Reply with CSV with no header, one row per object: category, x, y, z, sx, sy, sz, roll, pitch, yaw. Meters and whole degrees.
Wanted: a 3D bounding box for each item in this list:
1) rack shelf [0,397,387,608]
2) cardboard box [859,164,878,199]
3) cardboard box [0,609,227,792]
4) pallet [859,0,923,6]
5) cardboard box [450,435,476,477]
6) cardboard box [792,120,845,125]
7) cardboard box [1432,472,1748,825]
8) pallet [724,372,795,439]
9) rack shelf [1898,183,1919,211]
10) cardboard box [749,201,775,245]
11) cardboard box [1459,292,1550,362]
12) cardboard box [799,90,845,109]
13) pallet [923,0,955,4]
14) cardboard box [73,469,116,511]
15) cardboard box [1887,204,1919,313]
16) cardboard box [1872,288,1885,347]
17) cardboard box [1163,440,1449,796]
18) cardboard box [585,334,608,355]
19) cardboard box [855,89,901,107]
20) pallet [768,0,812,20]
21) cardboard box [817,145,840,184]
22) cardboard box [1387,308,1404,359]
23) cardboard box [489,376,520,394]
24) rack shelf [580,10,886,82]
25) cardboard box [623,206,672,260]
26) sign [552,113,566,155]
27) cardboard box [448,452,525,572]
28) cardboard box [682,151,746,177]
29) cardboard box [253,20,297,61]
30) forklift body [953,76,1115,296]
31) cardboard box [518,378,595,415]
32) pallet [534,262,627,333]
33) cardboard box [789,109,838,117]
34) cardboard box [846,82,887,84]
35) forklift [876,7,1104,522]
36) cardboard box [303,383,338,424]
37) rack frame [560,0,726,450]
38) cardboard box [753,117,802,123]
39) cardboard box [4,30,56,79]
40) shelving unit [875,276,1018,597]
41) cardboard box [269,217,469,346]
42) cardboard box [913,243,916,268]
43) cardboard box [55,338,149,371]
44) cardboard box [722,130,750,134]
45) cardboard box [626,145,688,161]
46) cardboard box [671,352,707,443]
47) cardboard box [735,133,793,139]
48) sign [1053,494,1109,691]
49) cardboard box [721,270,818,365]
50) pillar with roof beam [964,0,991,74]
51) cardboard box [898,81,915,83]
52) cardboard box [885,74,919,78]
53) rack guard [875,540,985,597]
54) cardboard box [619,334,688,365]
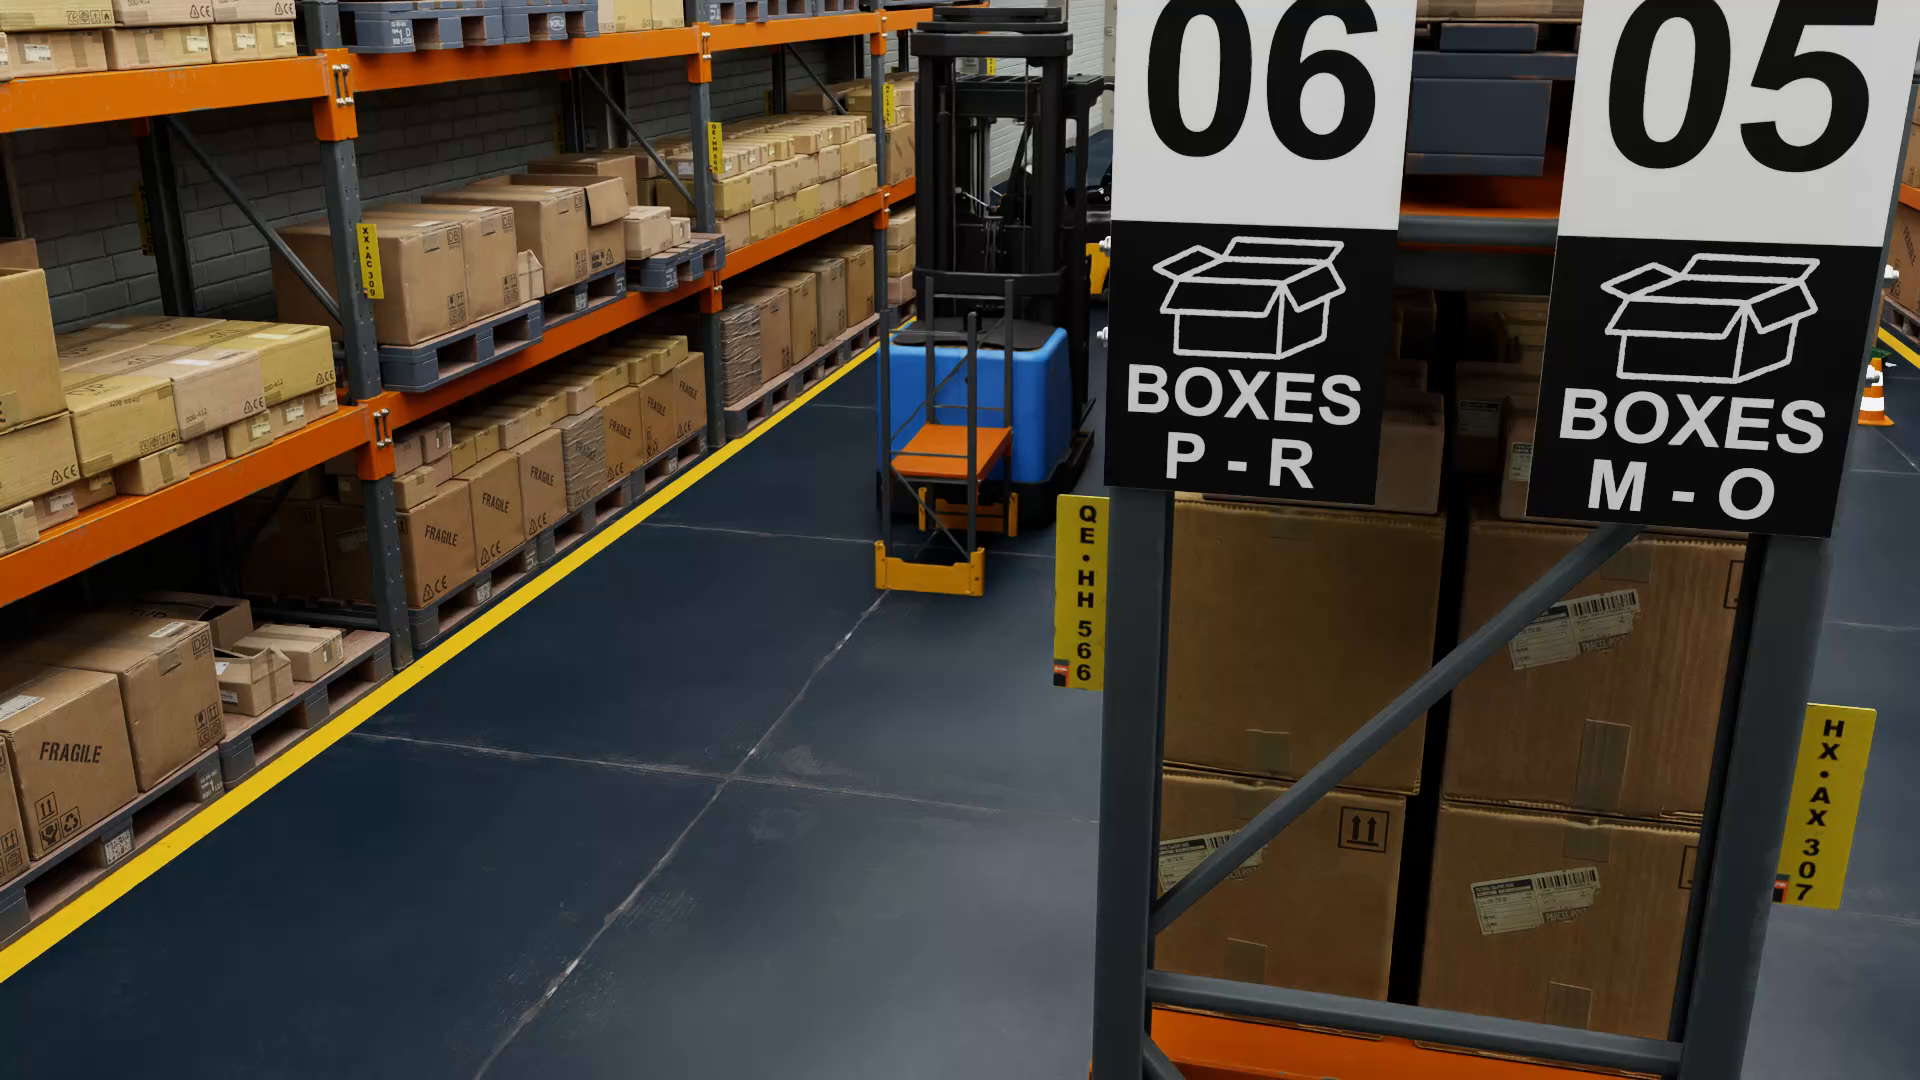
rack shelf,-3.603,0.117,5.818,1.077,0.370,4.000,5,19,13
cardboard box,-1.029,-3.108,14.380,0.500,0.250,0.500,5,20,15
cardboard box,-3.350,0.613,6.470,0.700,0.500,0.500,4,19,11
pallet,-0.976,-5.005,15.196,1.003,0.211,1.213,5,19,13
cardboard box,-2.724,-0.439,8.546,0.380,0.149,0.250,4,19,11
cardboard box,-1.184,-3.433,13.939,0.380,0.149,0.250,5,19,13
cardboard box,1.116,0.146,2.919,0.500,0.500,0.500,4,19,12
pallet,-1.898,-1.040,12.405,1.003,0.211,1.213,5,19,13
rack shelf,8.968,-2.894,14.634,1.077,0.370,4.000,5,19,13
cardboard box,-1.663,-2.310,12.043,0.500,0.250,0.500,4,19,12
cardboard box,1.308,-0.453,3.669,0.380,0.149,0.250,5,19,14
cardboard box,-1.273,-4.052,15.293,0.380,0.149,0.250,4,19,12
pallet,-0.676,-5.386,16.312,1.003,0.211,1.213,5,19,13
cardboard box,-3.327,-0.211,6.052,0.380,0.149,0.250,5,19,14
cardboard box,9.142,-2.561,15.183,0.875,0.875,0.875,4,19,13
cardboard box,7.864,-1.994,14.748,0.500,0.500,0.500,8,21,23
cardboard box,0.610,0.104,3.042,0.500,0.500,0.500,5,20,15
cardboard box,-2.566,-1.288,11.032,0.380,0.149,0.250,6,20,16
cardboard box,-0.764,-4.099,15.430,0.380,0.149,0.250,4,19,12
pallet,-1.787,-4.005,12.424,1.003,0.211,1.213,6,20,16
cardboard box,-1.281,-3.028,13.370,0.500,0.250,0.500,5,19,14
cardboard box,0.738,-0.406,3.532,0.380,0.149,0.250,5,20,15
cardboard box,-2.830,-0.879,9.833,0.380,0.149,0.250,5,19,14
rack shelf,-1.648,-3.810,12.674,1.077,0.370,4.000,5,19,13
cardboard box,-2.080,-1.876,10.121,0.500,0.250,0.500,4,19,11
sign,-2.676,-2.695,11.146,0.100,0.325,0.005,5,19,13
cardboard box,-2.657,-0.168,8.756,0.500,0.500,0.500,4,19,13
cardboard box,-1.709,-2.619,11.556,0.380,0.149,0.250,5,20,15
cardboard box,-2.915,-2.015,6.695,0.380,0.149,0.250,5,19,13
forklift body,1.124,-3.472,16.524,2.313,2.155,1.214,5,19,13
cardboard box,-2.363,-0.839,9.717,0.380,0.149,0.250,4,19,11
pallet,-2.607,-1.404,9.453,1.003,0.211,1.213,5,19,13
cardboard box,-1.330,-3.833,15.112,0.380,0.149,0.250,5,19,13
cardboard box,-0.938,-4.453,16.465,0.380,0.149,0.250,5,20,15
forklift,0.309,-1.931,10.807,1.130,2.935,3.031,4,19,11
cardboard box,-2.947,-0.612,7.227,0.380,0.149,0.250,5,19,14
rack frame,-2.137,-2.104,11.208,1.000,3.000,0.127,5,19,13
cardboard box,-1.570,-3.539,14.250,0.380,0.149,0.250,4,19,12
cardboard box,-3.266,-1.618,5.531,0.380,0.149,0.250,5,19,14
shelving unit,-0.057,-0.597,9.116,0.587,1.500,1.083,4,19,11
cardboard box,-2.779,-1.231,7.845,0.700,0.500,0.500,5,20,15
cardboard box,-0.621,-2.777,16.009,0.500,0.250,0.500,5,19,13
cardboard box,-3.612,-0.629,6.659,0.500,0.250,0.500,4,19,13
cardboard box,-1.871,-3.145,13.096,0.380,0.149,0.250,5,19,14
cardboard box,-2.175,-2.744,11.921,0.380,0.149,0.250,5,19,13
cardboard box,-2.031,-0.971,11.106,0.500,0.500,0.500,5,20,15
cardboard box,-1.498,-3.030,12.759,0.380,0.149,0.250,5,19,13
sign,0.200,0.087,2.635,0.100,0.325,0.005,5,19,13
cardboard box,-1.655,-1.790,13.312,0.875,0.625,0.625,4,19,11
pillar with roof beam,4.414,-8.844,21.659,9.100,9.000,0.400,5,19,13
cardboard box,-0.434,-4.497,16.593,0.380,0.149,0.250,5,19,14
cardboard box,-0.619,-4.855,17.643,0.380,0.149,0.250,5,19,14
rack guard,-0.162,0.152,8.857,0.587,0.250,0.087,4,19,11
cardboard box,-2.012,-1.252,10.927,0.380,0.149,0.250,4,19,11
